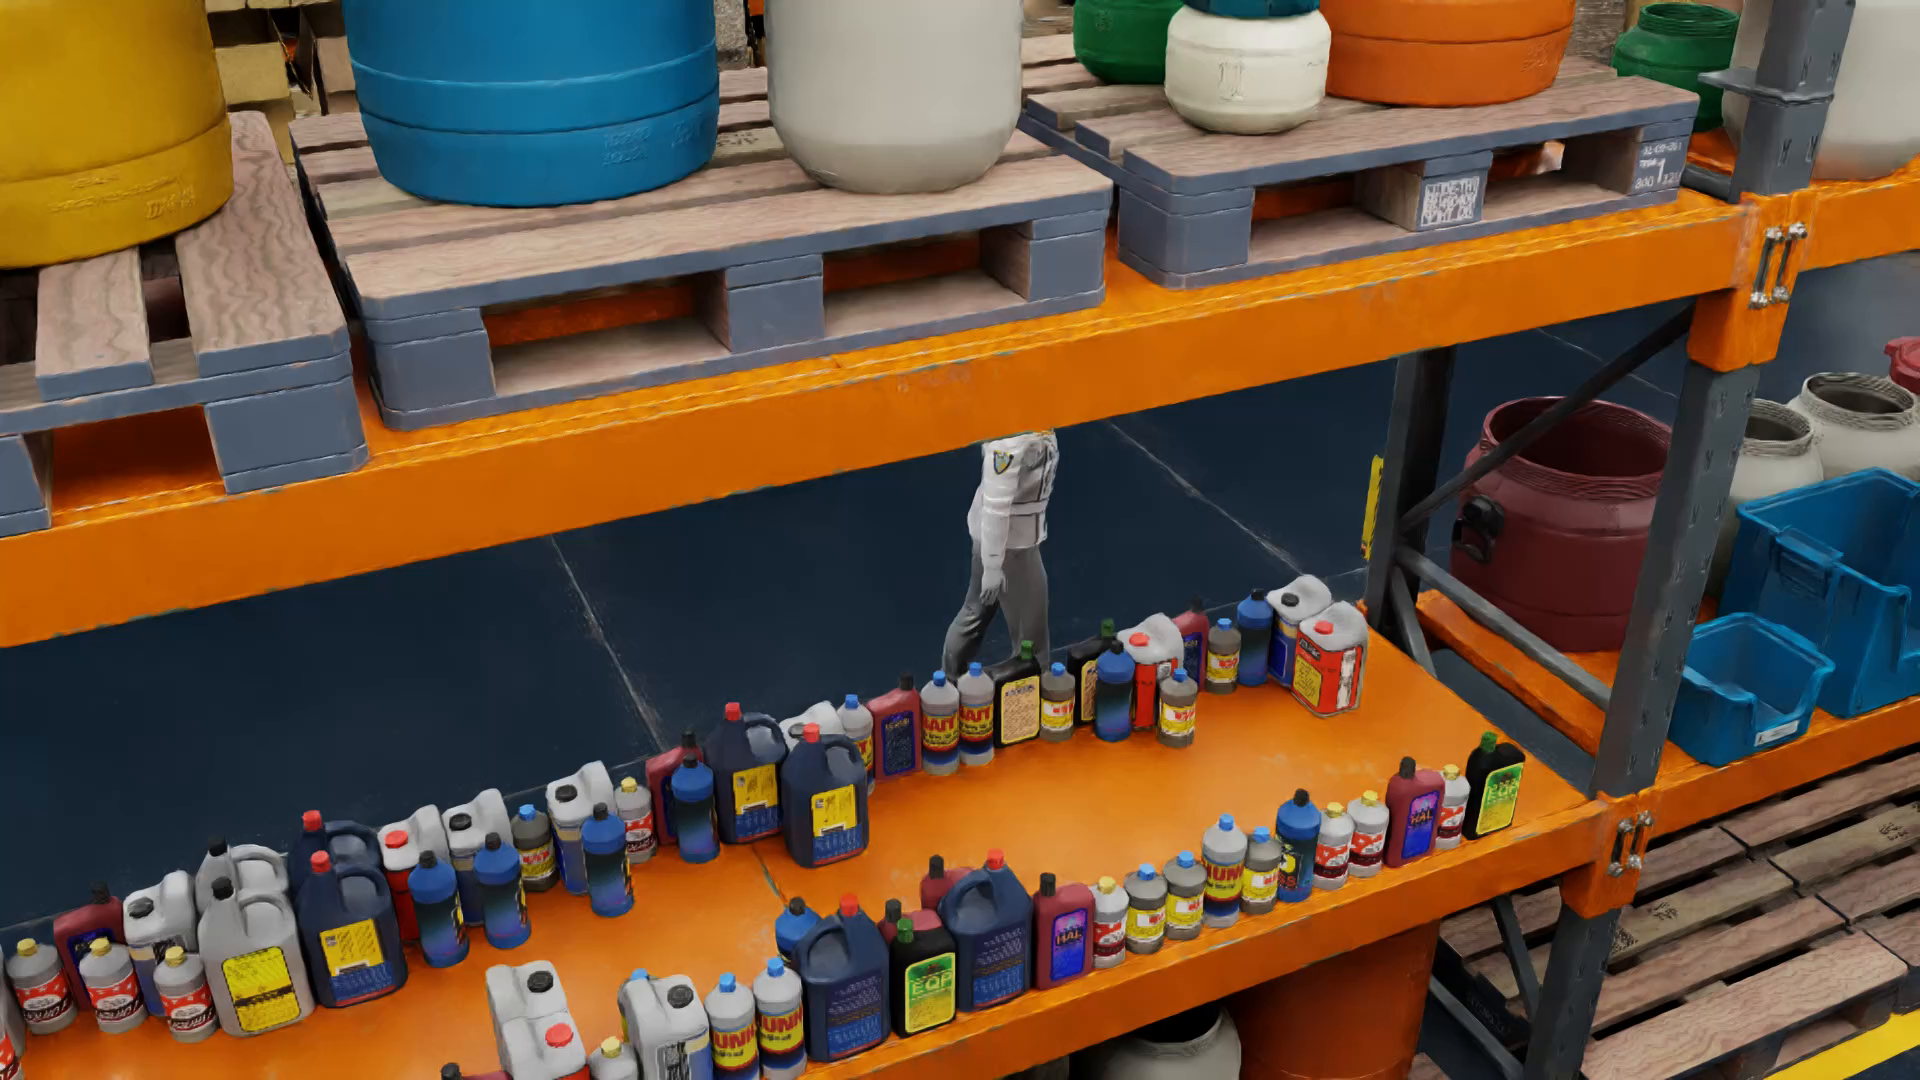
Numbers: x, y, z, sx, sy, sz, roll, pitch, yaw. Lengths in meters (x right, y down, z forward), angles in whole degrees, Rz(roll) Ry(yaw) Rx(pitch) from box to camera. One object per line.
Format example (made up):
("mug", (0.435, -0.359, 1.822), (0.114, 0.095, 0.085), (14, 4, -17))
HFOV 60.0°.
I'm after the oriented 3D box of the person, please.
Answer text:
("person", (0.218, 0.015, 6.078), (0.622, 1.639, 0.649), (0, 30, -1))
